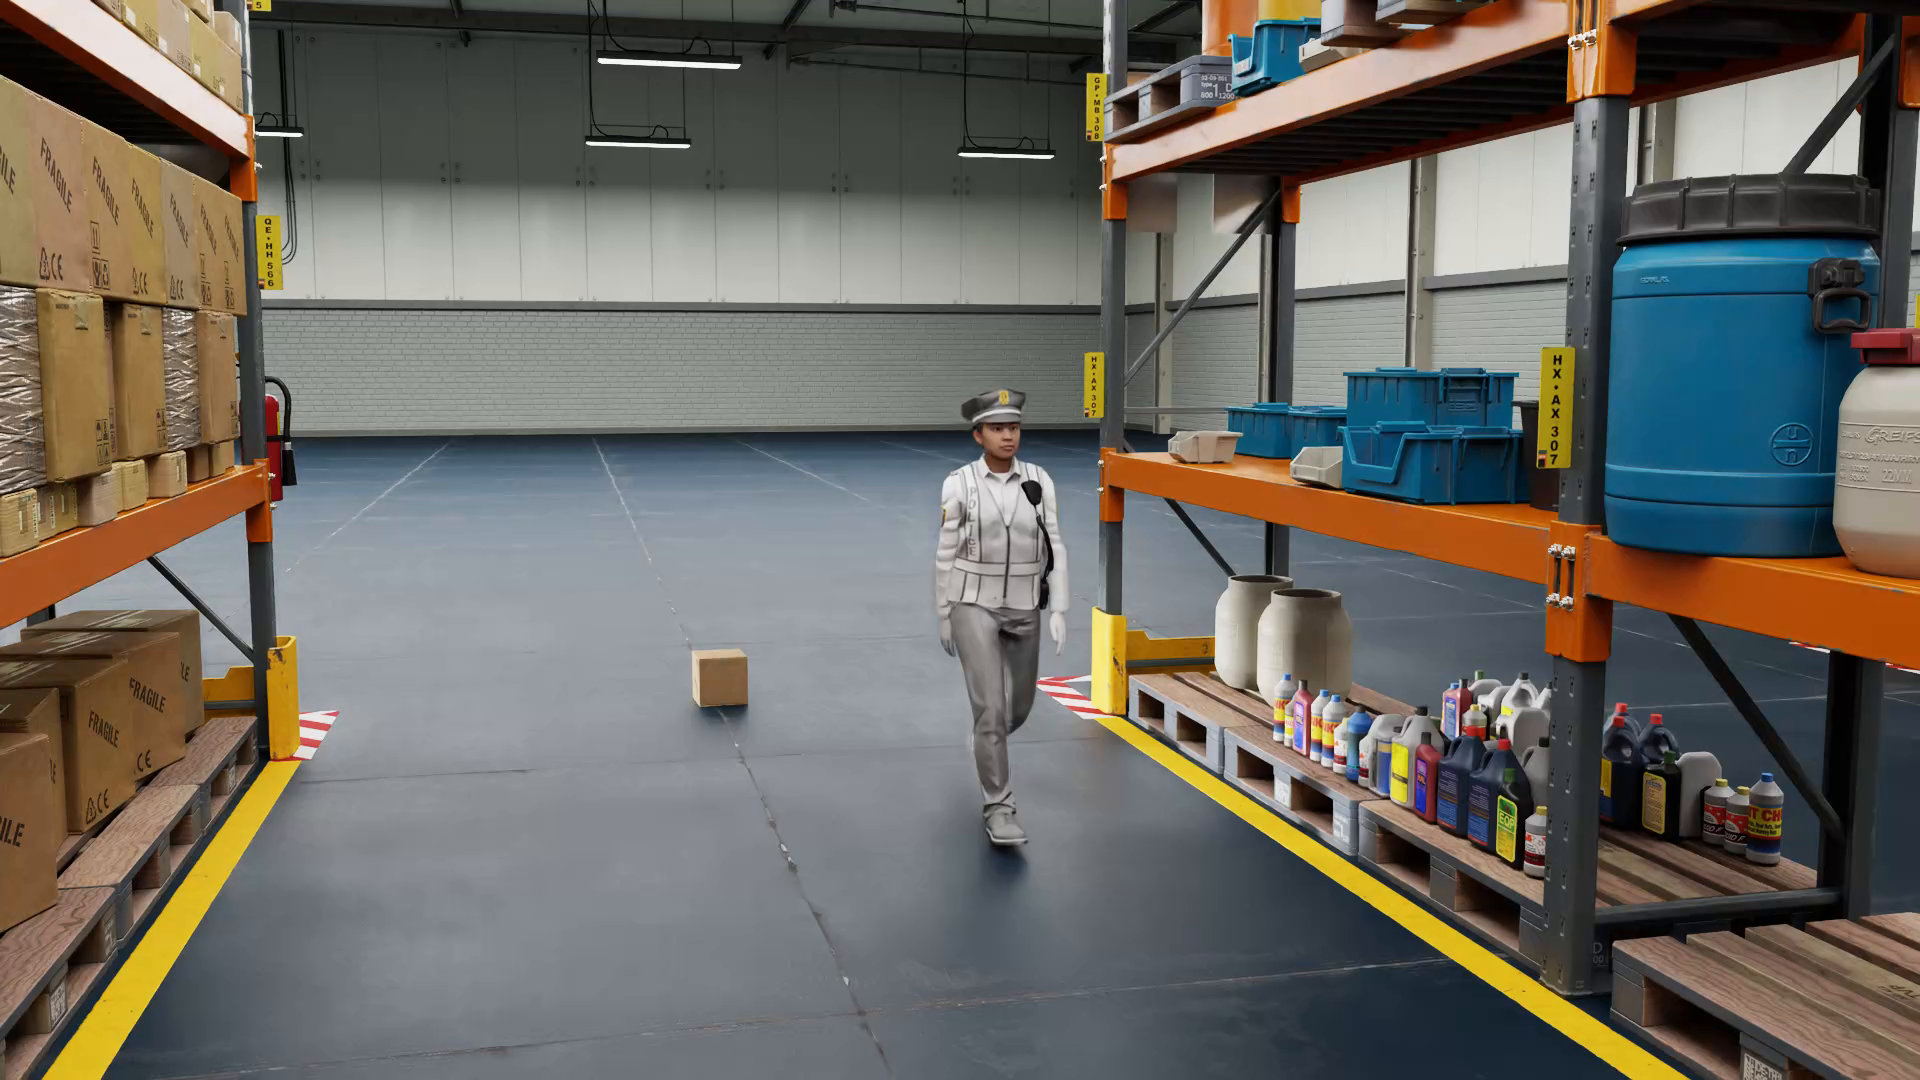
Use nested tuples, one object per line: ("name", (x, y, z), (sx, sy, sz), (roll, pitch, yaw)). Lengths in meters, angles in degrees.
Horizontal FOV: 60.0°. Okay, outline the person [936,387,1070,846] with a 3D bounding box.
("person", (0.148, 0.243, 6.297), (0.487, 1.641, 0.918), (-2, 7, -17))
